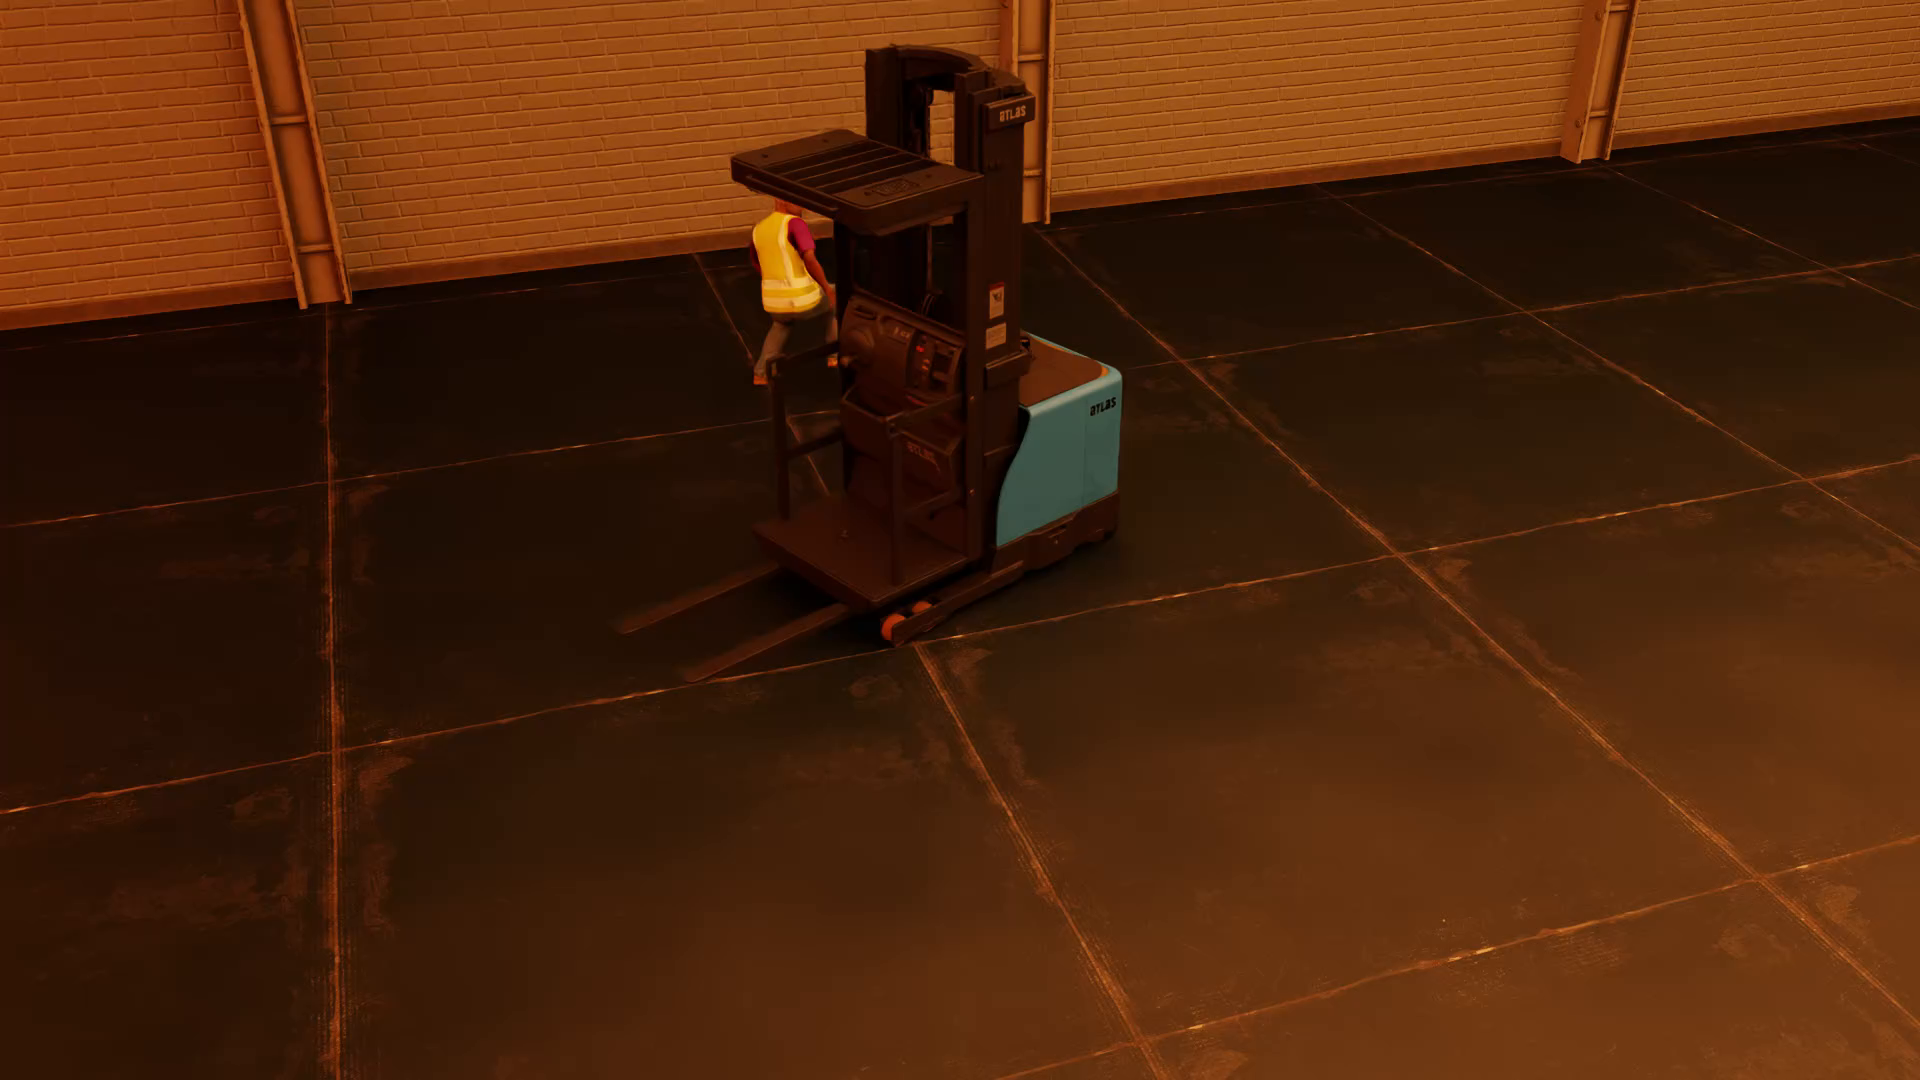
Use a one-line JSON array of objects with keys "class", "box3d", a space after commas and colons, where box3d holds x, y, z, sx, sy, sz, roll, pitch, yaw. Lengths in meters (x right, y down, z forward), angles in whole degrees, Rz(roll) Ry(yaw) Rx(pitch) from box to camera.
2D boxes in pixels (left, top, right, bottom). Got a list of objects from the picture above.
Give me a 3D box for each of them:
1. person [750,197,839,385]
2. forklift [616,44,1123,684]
[{"class": "person", "box3d": [-1.099, -1.780, 11.652, 0.841, 1.521, 0.693, 15, 33, 24]}, {"class": "forklift", "box3d": [-0.473, -0.993, 8.813, 3.031, 2.935, 1.130, -25, 38, -36]}]
